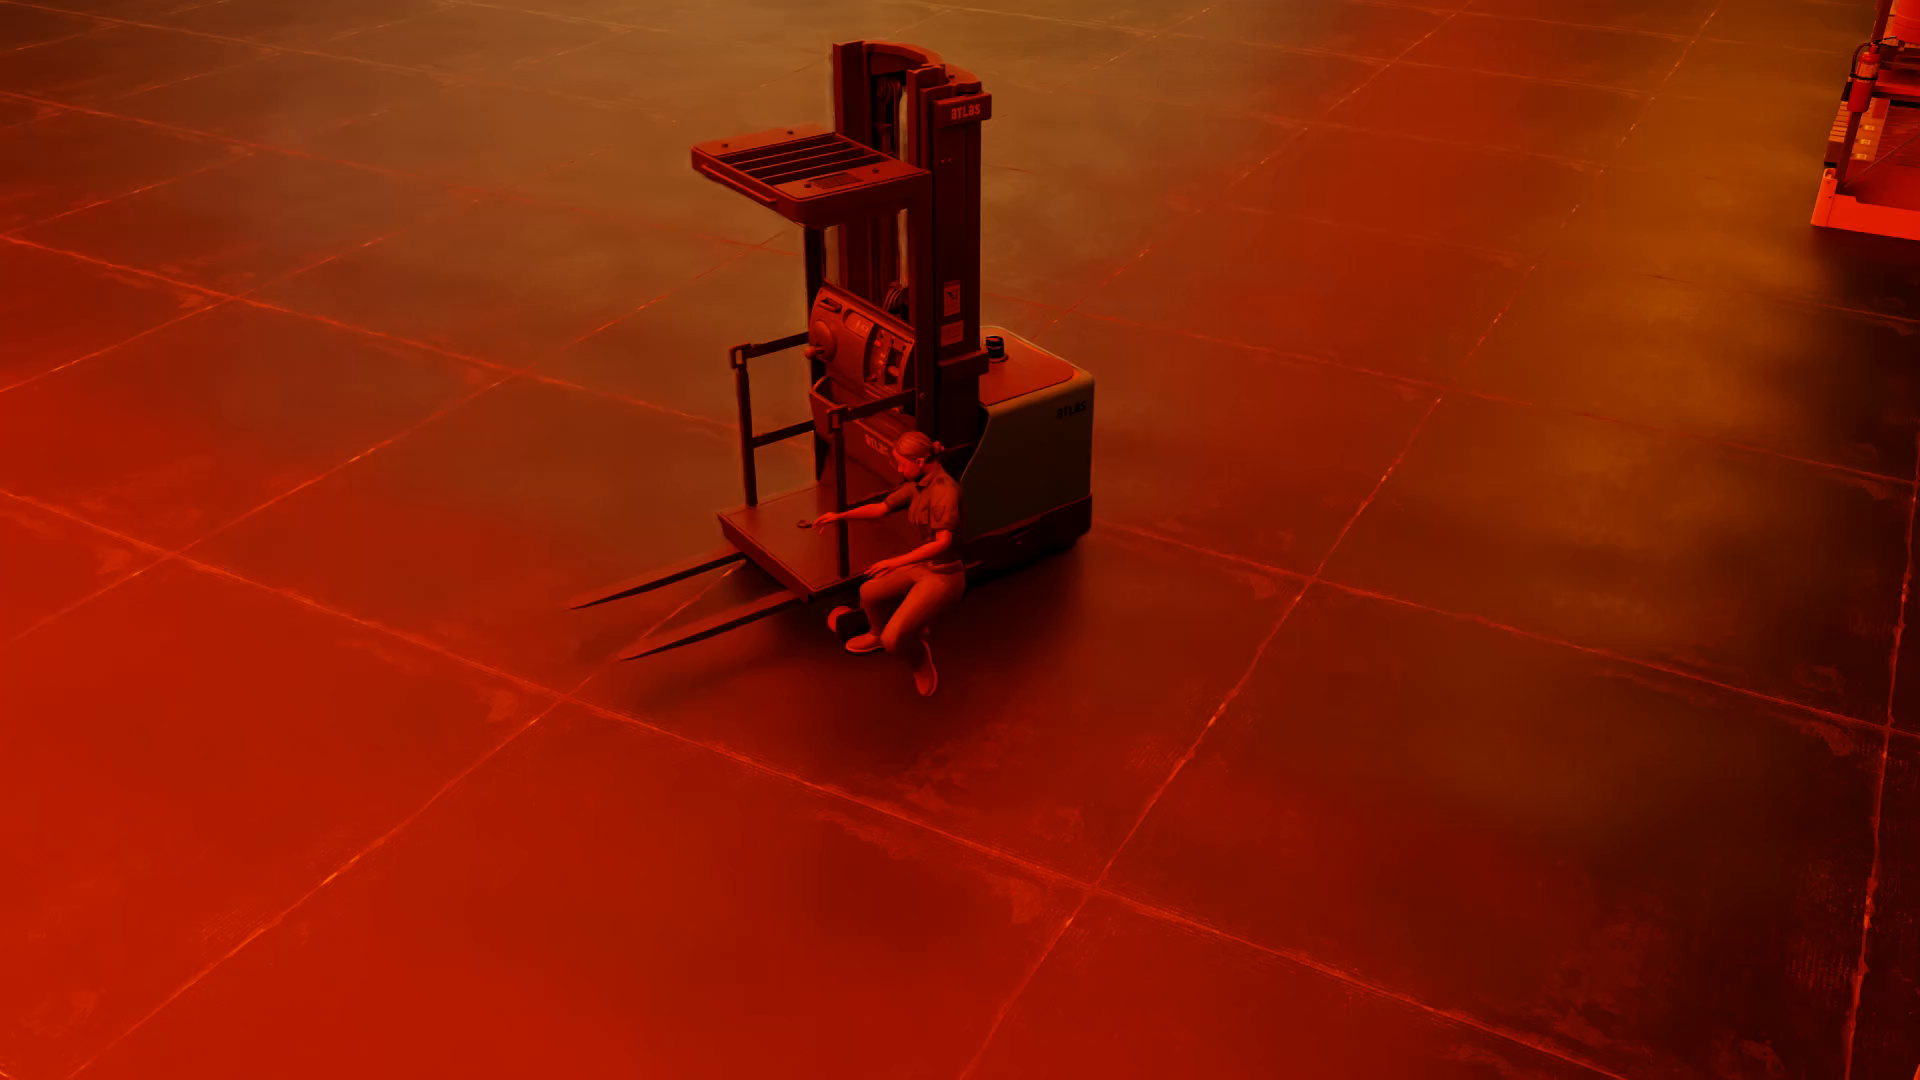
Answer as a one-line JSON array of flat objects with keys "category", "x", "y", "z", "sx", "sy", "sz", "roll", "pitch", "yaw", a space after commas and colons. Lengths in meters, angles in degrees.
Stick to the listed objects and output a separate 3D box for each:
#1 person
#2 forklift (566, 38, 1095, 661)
[{"category": "person", "x": -0.348, "y": 0.139, "z": 8.329, "sx": 0.735, "sy": 1.413, "sz": 0.863, "roll": -8, "pitch": 31, "yaw": -13}, {"category": "forklift", "x": -0.704, "y": -1.043, "z": 8.878, "sx": 3.031, "sy": 2.935, "sz": 1.130, "roll": -20, "pitch": 36, "yaw": -31}]
